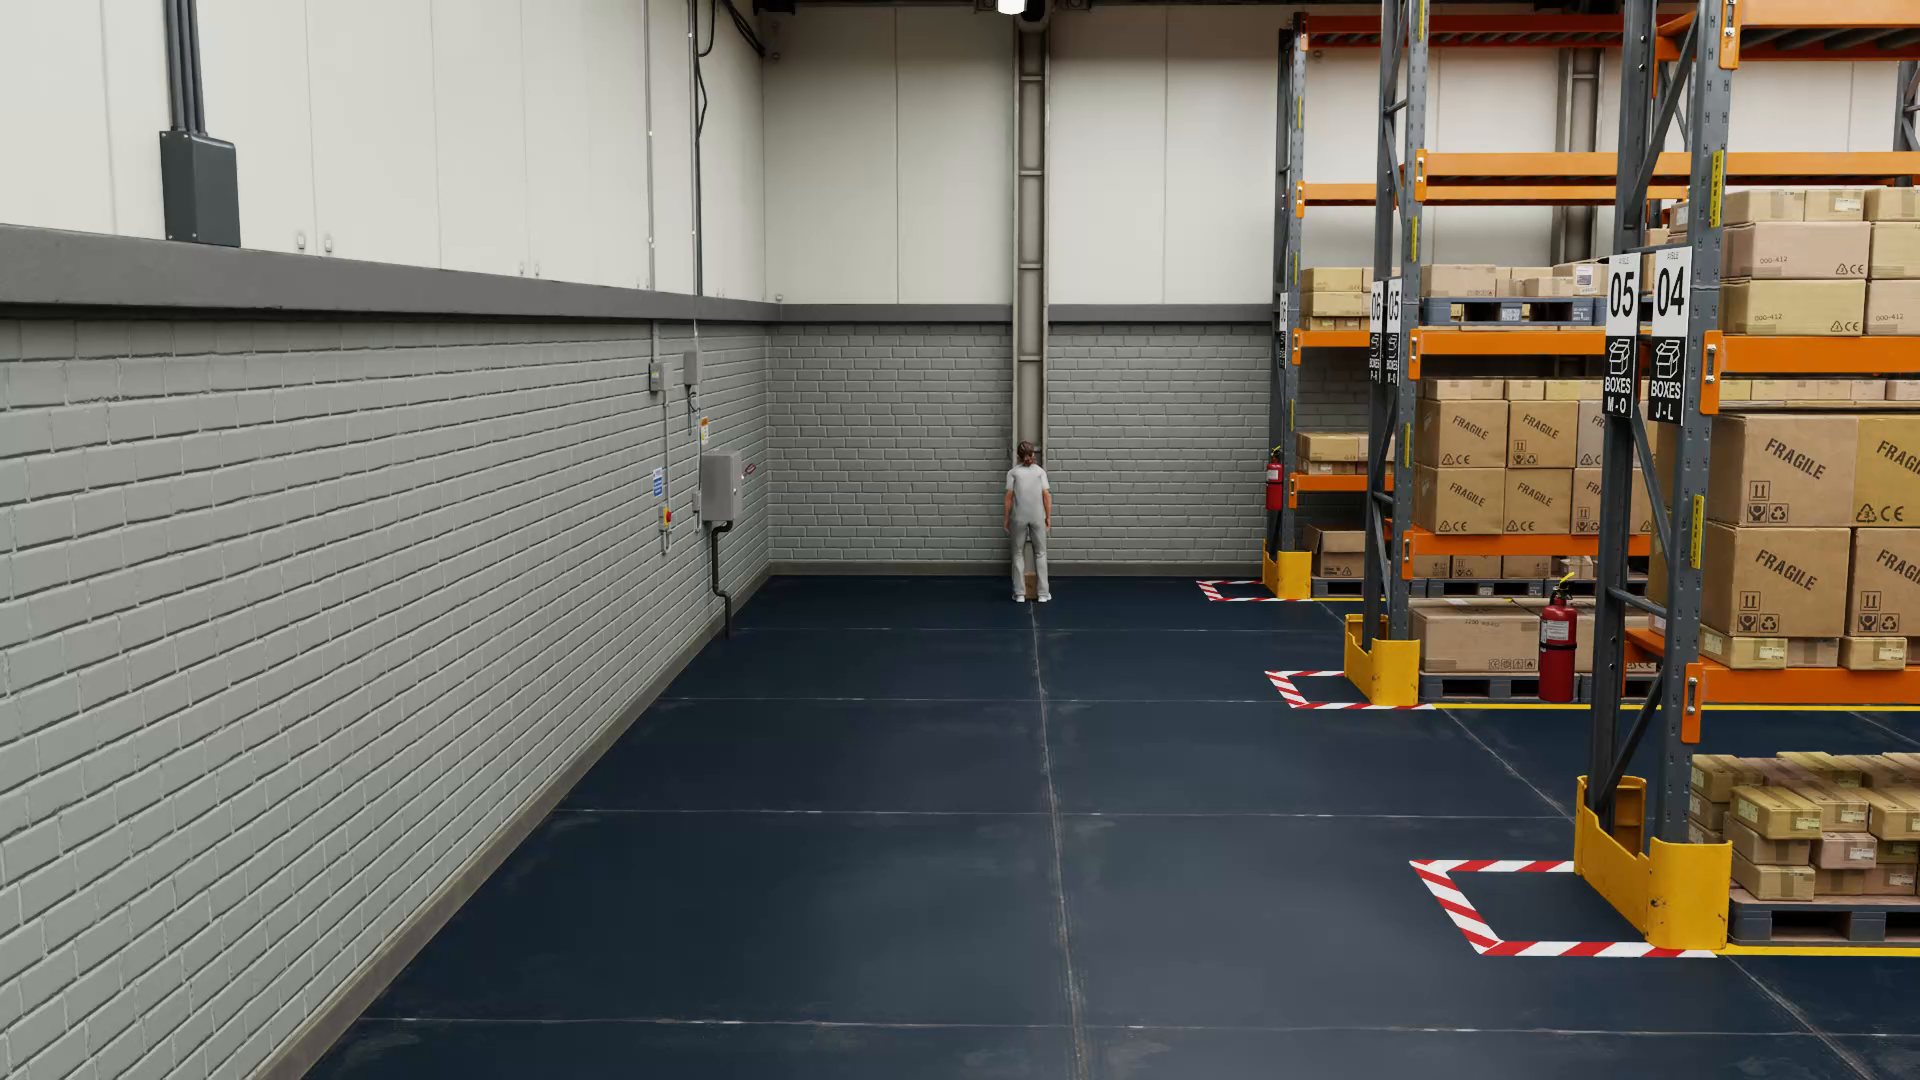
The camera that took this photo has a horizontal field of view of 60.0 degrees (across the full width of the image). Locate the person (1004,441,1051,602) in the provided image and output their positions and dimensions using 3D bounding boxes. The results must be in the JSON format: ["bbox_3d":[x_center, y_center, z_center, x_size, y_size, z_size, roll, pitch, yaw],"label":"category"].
[{"bbox_3d":[0.709,-0.193,17.294,0.512,1.671,0.365,0,7,-2],"label":"person"}]
